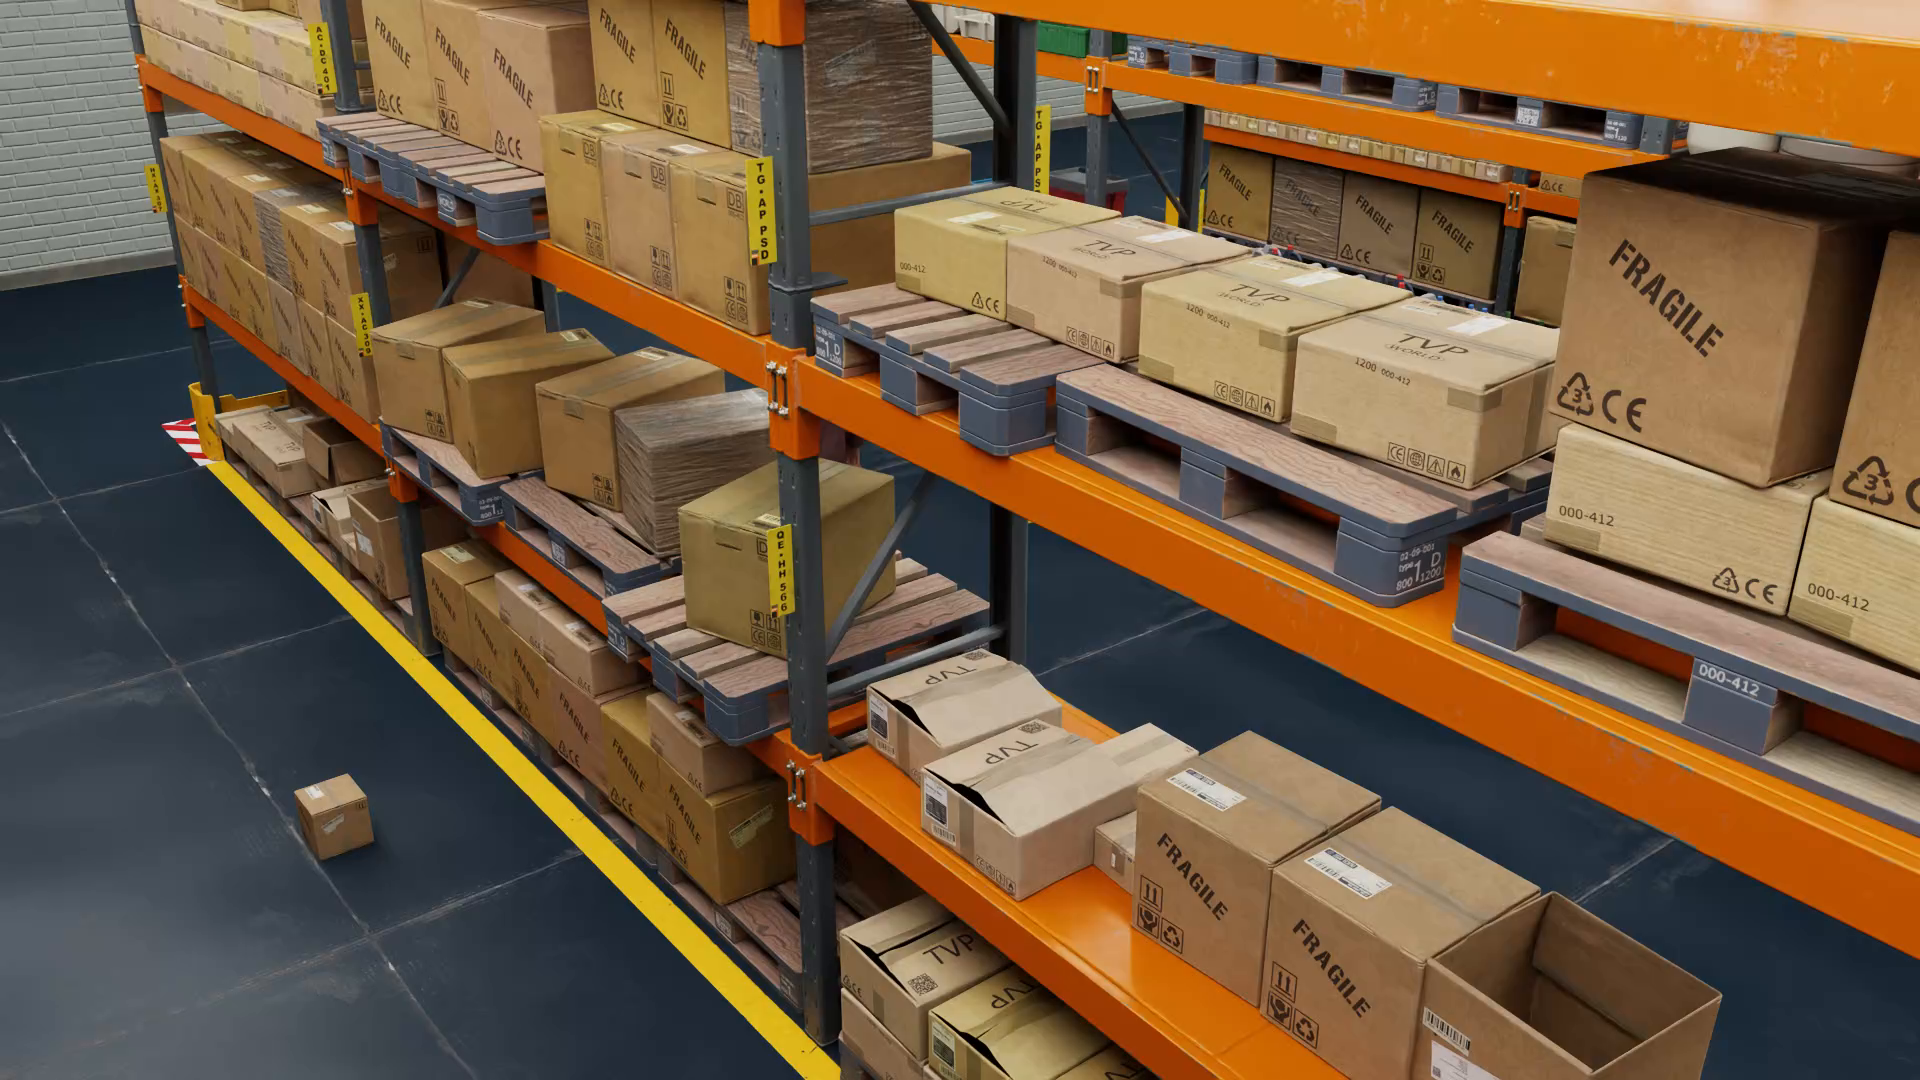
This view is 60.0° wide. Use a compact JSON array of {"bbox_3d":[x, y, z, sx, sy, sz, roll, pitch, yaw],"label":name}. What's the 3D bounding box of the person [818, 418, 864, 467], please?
[{"bbox_3d":[-0.843,-0.475,9.684,0.583,1.735,0.532,-19,31,-36],"label":"person"}]
